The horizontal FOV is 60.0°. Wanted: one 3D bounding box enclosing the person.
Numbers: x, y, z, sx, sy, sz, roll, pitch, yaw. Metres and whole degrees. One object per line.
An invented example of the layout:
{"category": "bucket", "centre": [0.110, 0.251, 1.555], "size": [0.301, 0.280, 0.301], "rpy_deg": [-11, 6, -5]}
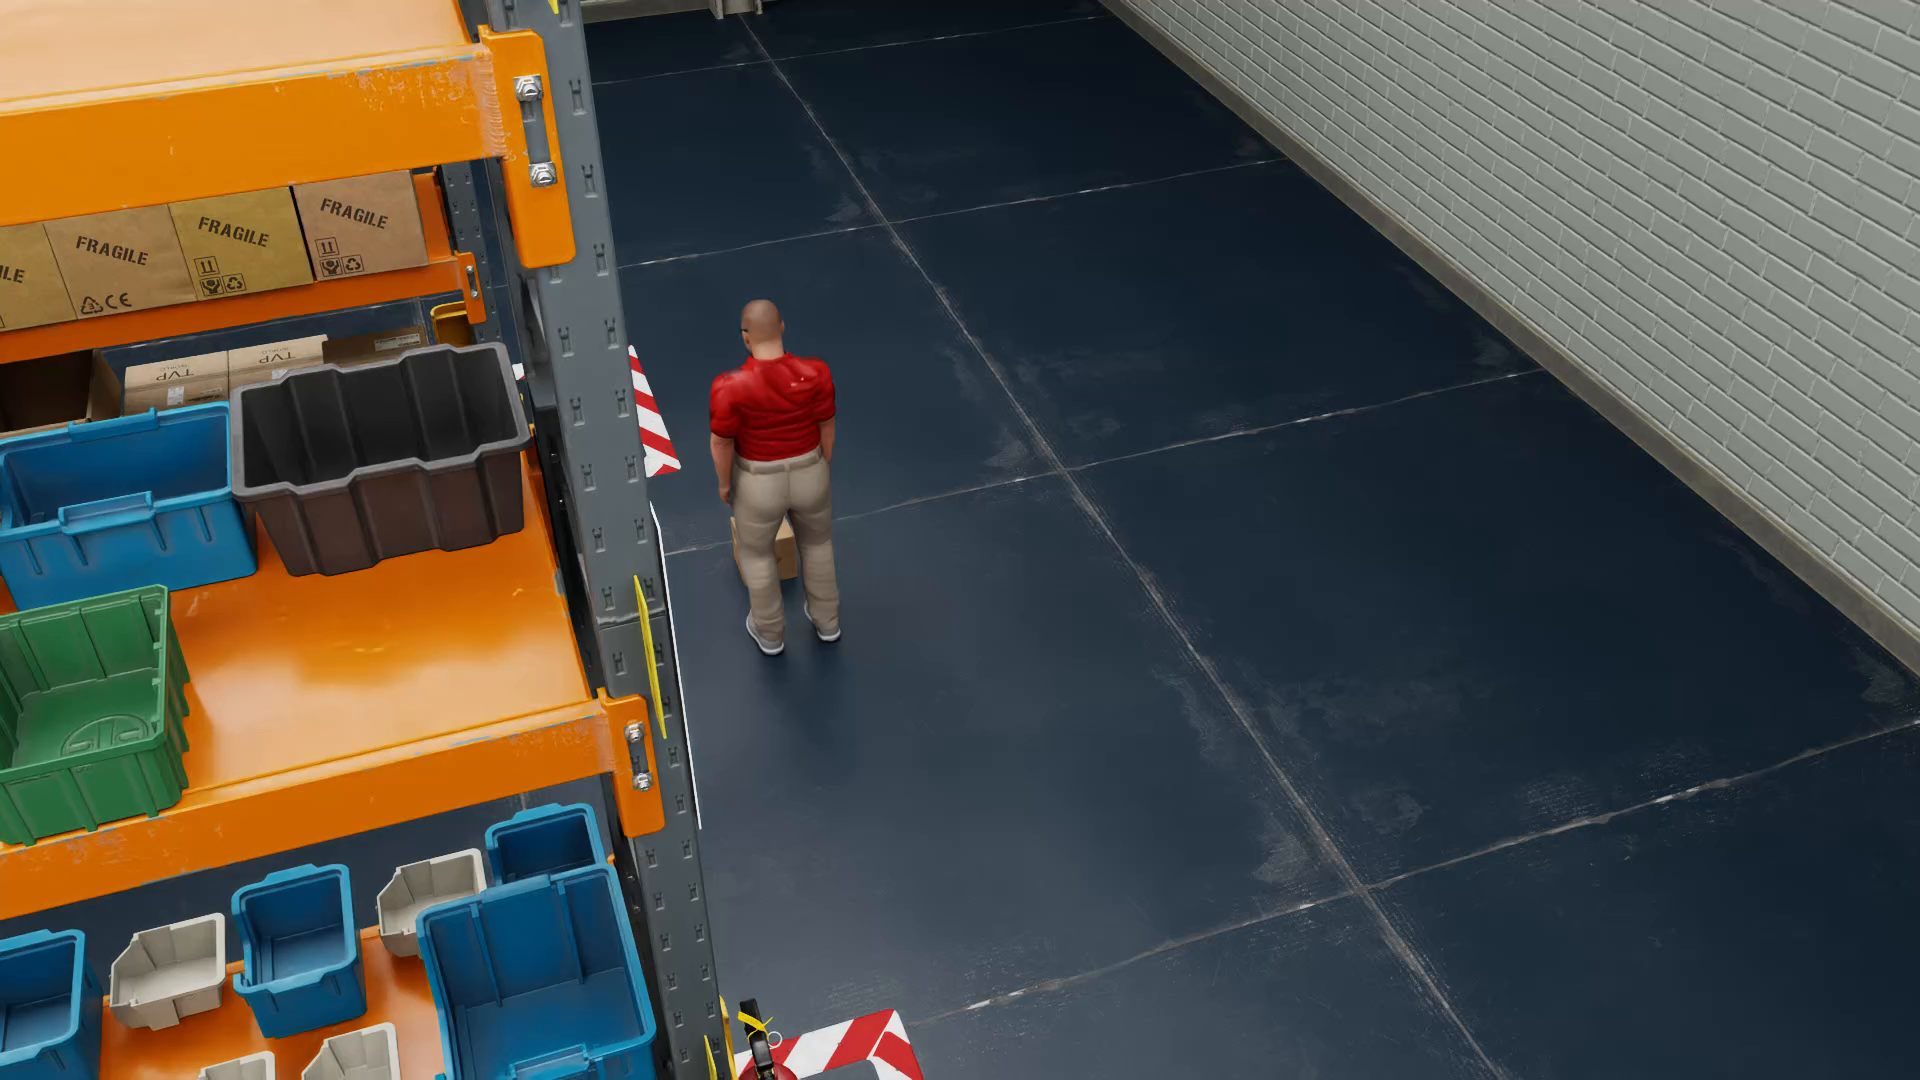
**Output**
{"category": "person", "centre": [-0.771, -0.258, 7.156], "size": [0.434, 1.549, 0.356], "rpy_deg": [-12, 39, -15]}
